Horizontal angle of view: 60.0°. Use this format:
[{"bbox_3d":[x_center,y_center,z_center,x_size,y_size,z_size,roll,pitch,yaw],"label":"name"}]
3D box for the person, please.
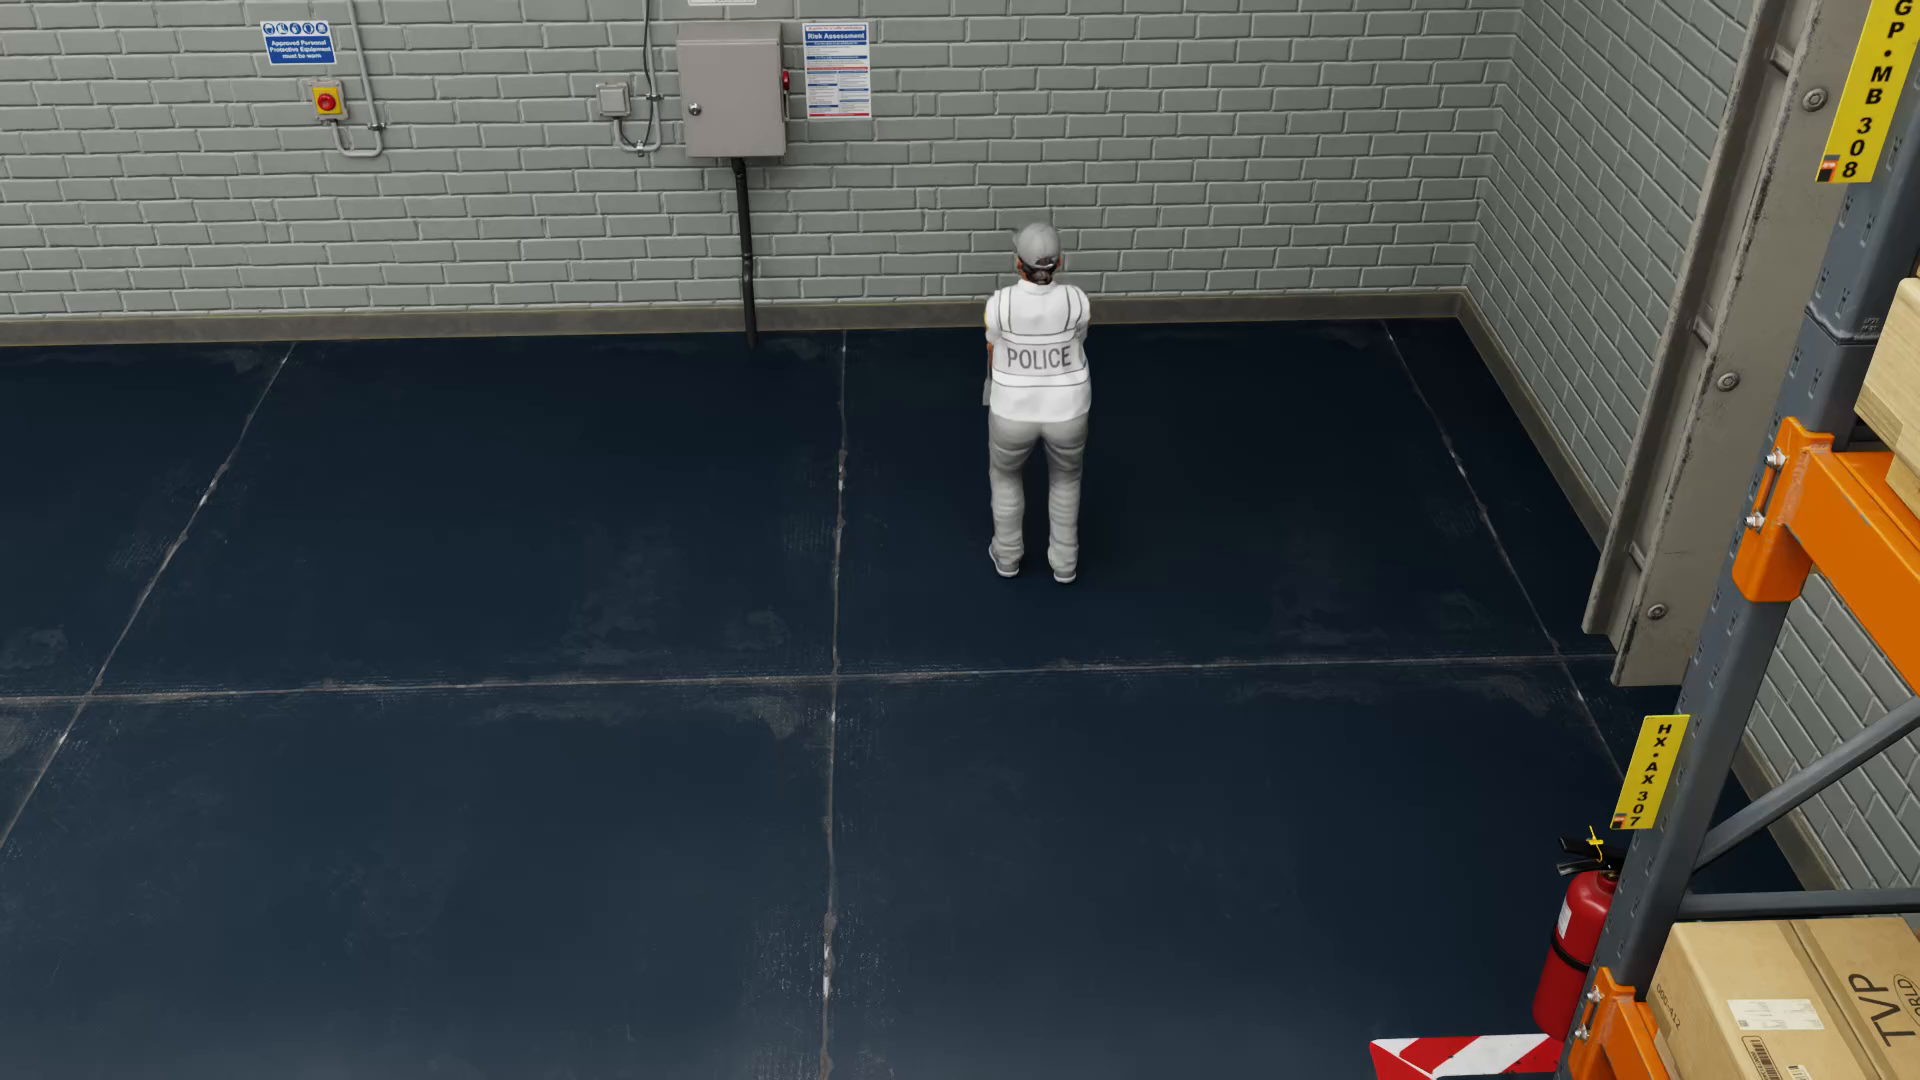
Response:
[{"bbox_3d":[0.311,-0.578,6.965,0.452,1.663,0.552,-2,35,-3],"label":"person"}]
